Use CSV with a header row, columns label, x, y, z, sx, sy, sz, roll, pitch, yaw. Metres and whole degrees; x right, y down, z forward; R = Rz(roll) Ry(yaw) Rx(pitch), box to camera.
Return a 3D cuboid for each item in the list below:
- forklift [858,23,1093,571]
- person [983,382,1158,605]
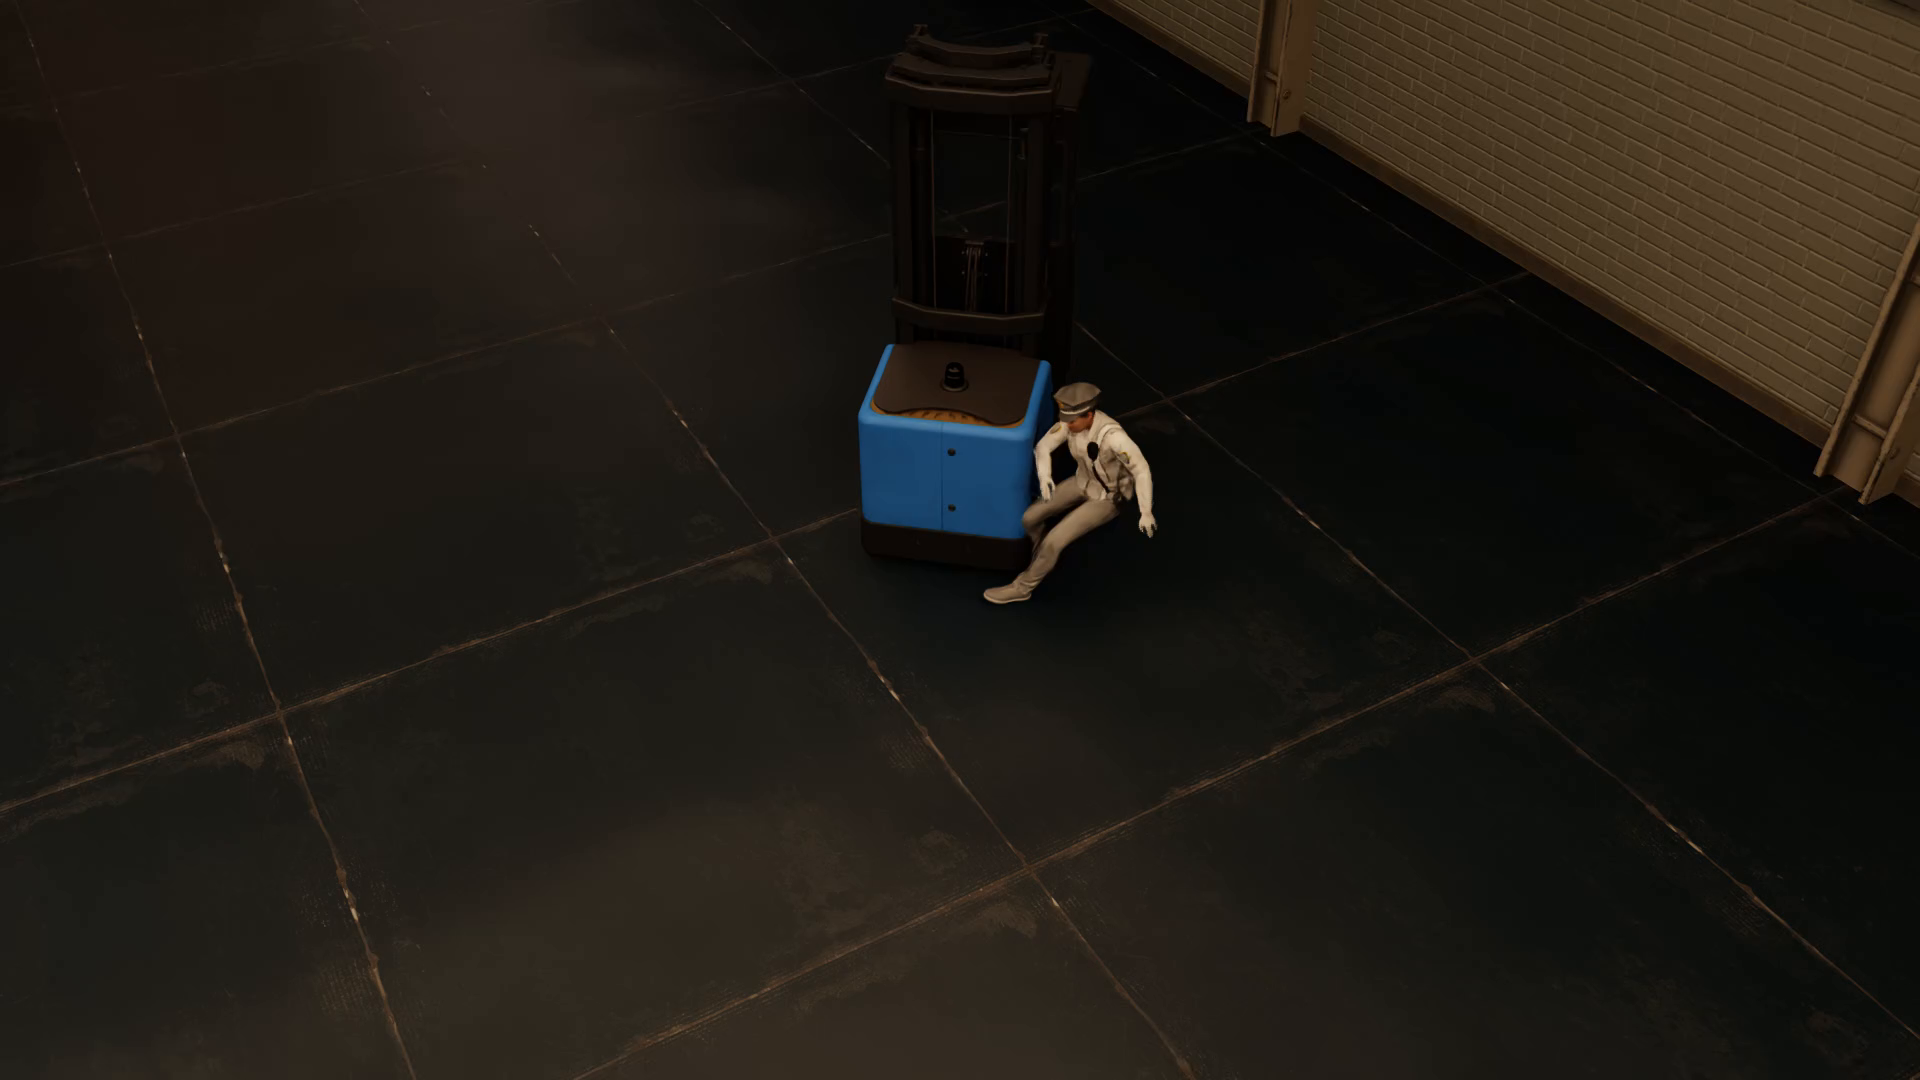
label,x,y,z,sx,sy,sz,roll,pitch,yaw
forklift,0.180,-1.884,10.308,1.130,2.935,3.031,7,40,8
person,0.608,-0.203,9.545,0.879,1.442,0.846,-24,45,-26
